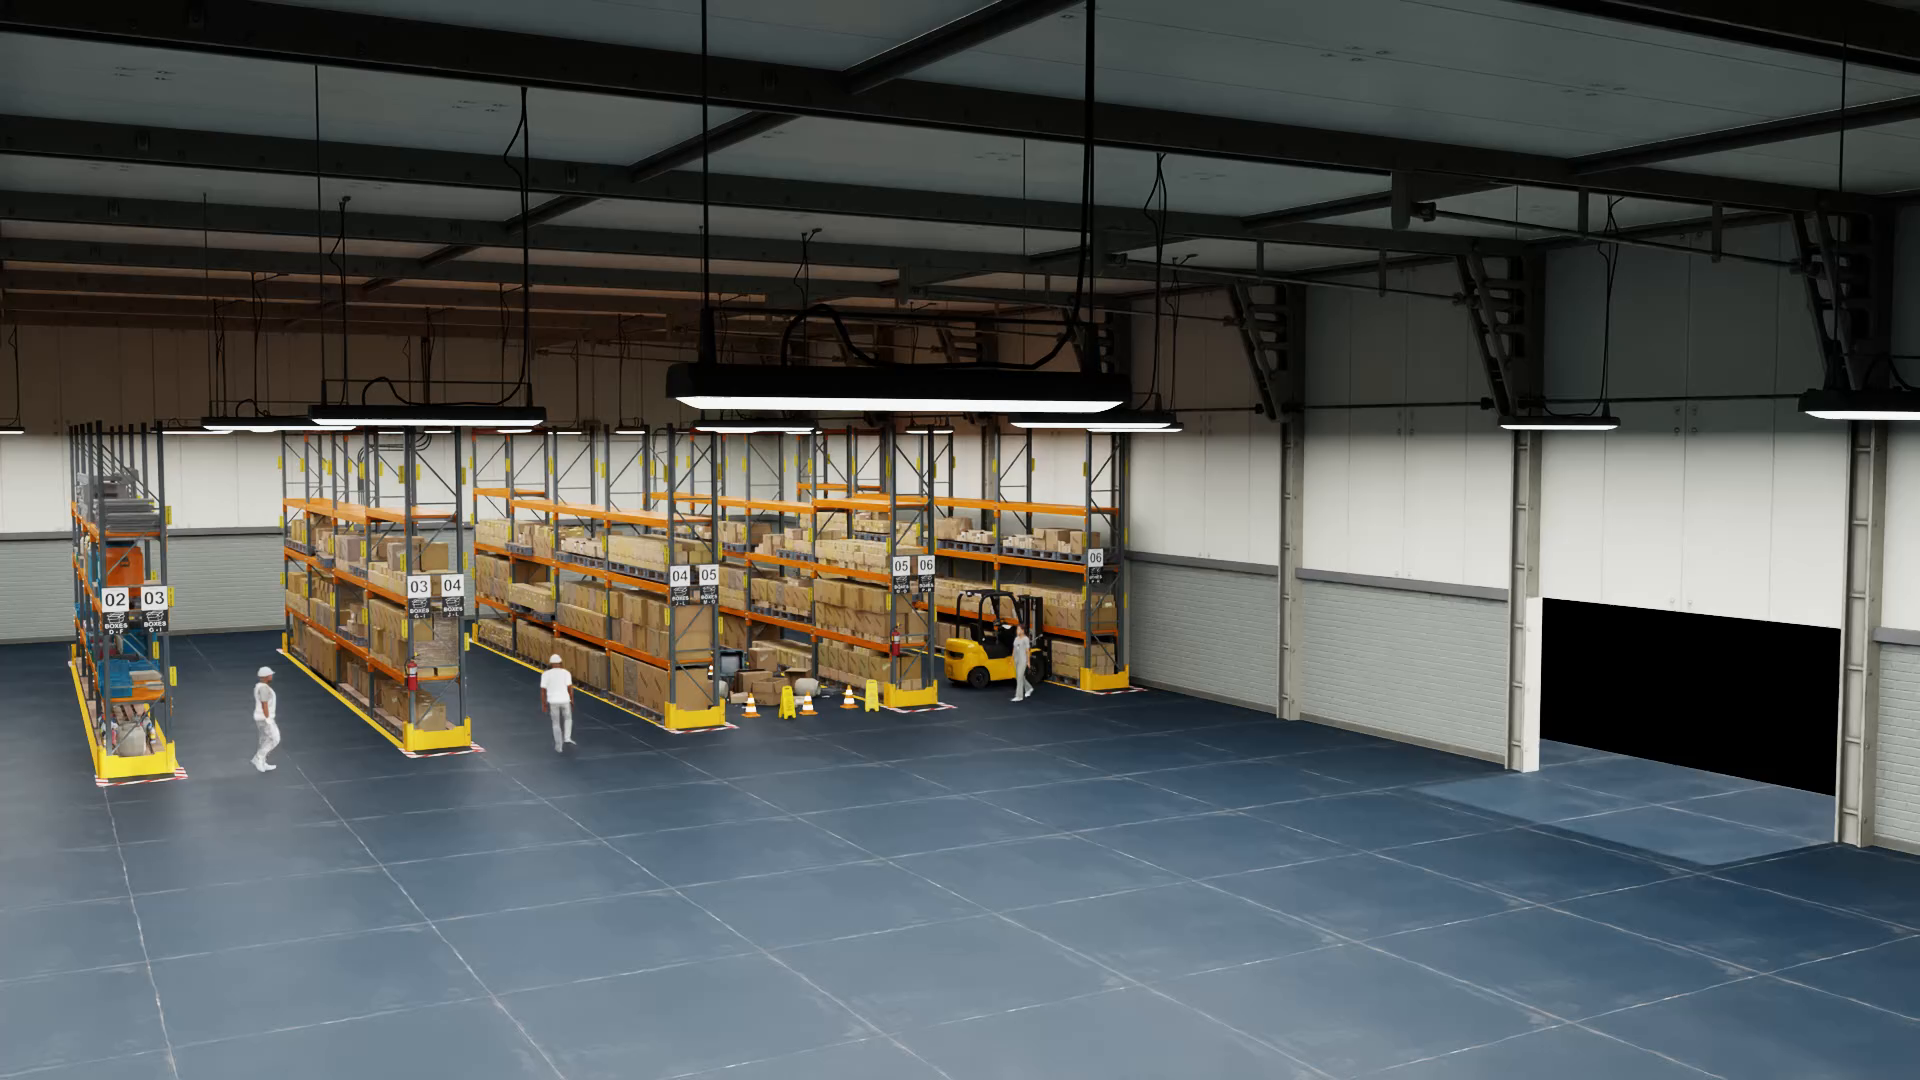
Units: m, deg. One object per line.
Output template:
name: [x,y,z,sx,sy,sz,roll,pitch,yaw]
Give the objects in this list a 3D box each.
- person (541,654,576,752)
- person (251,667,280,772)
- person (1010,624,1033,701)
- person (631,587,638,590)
person: [-7.329,2.963,30.323,0.600,1.753,0.515,-1,4,-18]
person: [-11.887,3.057,28.396,0.456,1.782,0.593,-2,4,-28]
person: [1.367,2.649,36.260,0.768,1.660,0.438,-3,4,-36]
person: [-8.577,2.128,43.721,0.569,1.770,0.461,-2,4,-33]
